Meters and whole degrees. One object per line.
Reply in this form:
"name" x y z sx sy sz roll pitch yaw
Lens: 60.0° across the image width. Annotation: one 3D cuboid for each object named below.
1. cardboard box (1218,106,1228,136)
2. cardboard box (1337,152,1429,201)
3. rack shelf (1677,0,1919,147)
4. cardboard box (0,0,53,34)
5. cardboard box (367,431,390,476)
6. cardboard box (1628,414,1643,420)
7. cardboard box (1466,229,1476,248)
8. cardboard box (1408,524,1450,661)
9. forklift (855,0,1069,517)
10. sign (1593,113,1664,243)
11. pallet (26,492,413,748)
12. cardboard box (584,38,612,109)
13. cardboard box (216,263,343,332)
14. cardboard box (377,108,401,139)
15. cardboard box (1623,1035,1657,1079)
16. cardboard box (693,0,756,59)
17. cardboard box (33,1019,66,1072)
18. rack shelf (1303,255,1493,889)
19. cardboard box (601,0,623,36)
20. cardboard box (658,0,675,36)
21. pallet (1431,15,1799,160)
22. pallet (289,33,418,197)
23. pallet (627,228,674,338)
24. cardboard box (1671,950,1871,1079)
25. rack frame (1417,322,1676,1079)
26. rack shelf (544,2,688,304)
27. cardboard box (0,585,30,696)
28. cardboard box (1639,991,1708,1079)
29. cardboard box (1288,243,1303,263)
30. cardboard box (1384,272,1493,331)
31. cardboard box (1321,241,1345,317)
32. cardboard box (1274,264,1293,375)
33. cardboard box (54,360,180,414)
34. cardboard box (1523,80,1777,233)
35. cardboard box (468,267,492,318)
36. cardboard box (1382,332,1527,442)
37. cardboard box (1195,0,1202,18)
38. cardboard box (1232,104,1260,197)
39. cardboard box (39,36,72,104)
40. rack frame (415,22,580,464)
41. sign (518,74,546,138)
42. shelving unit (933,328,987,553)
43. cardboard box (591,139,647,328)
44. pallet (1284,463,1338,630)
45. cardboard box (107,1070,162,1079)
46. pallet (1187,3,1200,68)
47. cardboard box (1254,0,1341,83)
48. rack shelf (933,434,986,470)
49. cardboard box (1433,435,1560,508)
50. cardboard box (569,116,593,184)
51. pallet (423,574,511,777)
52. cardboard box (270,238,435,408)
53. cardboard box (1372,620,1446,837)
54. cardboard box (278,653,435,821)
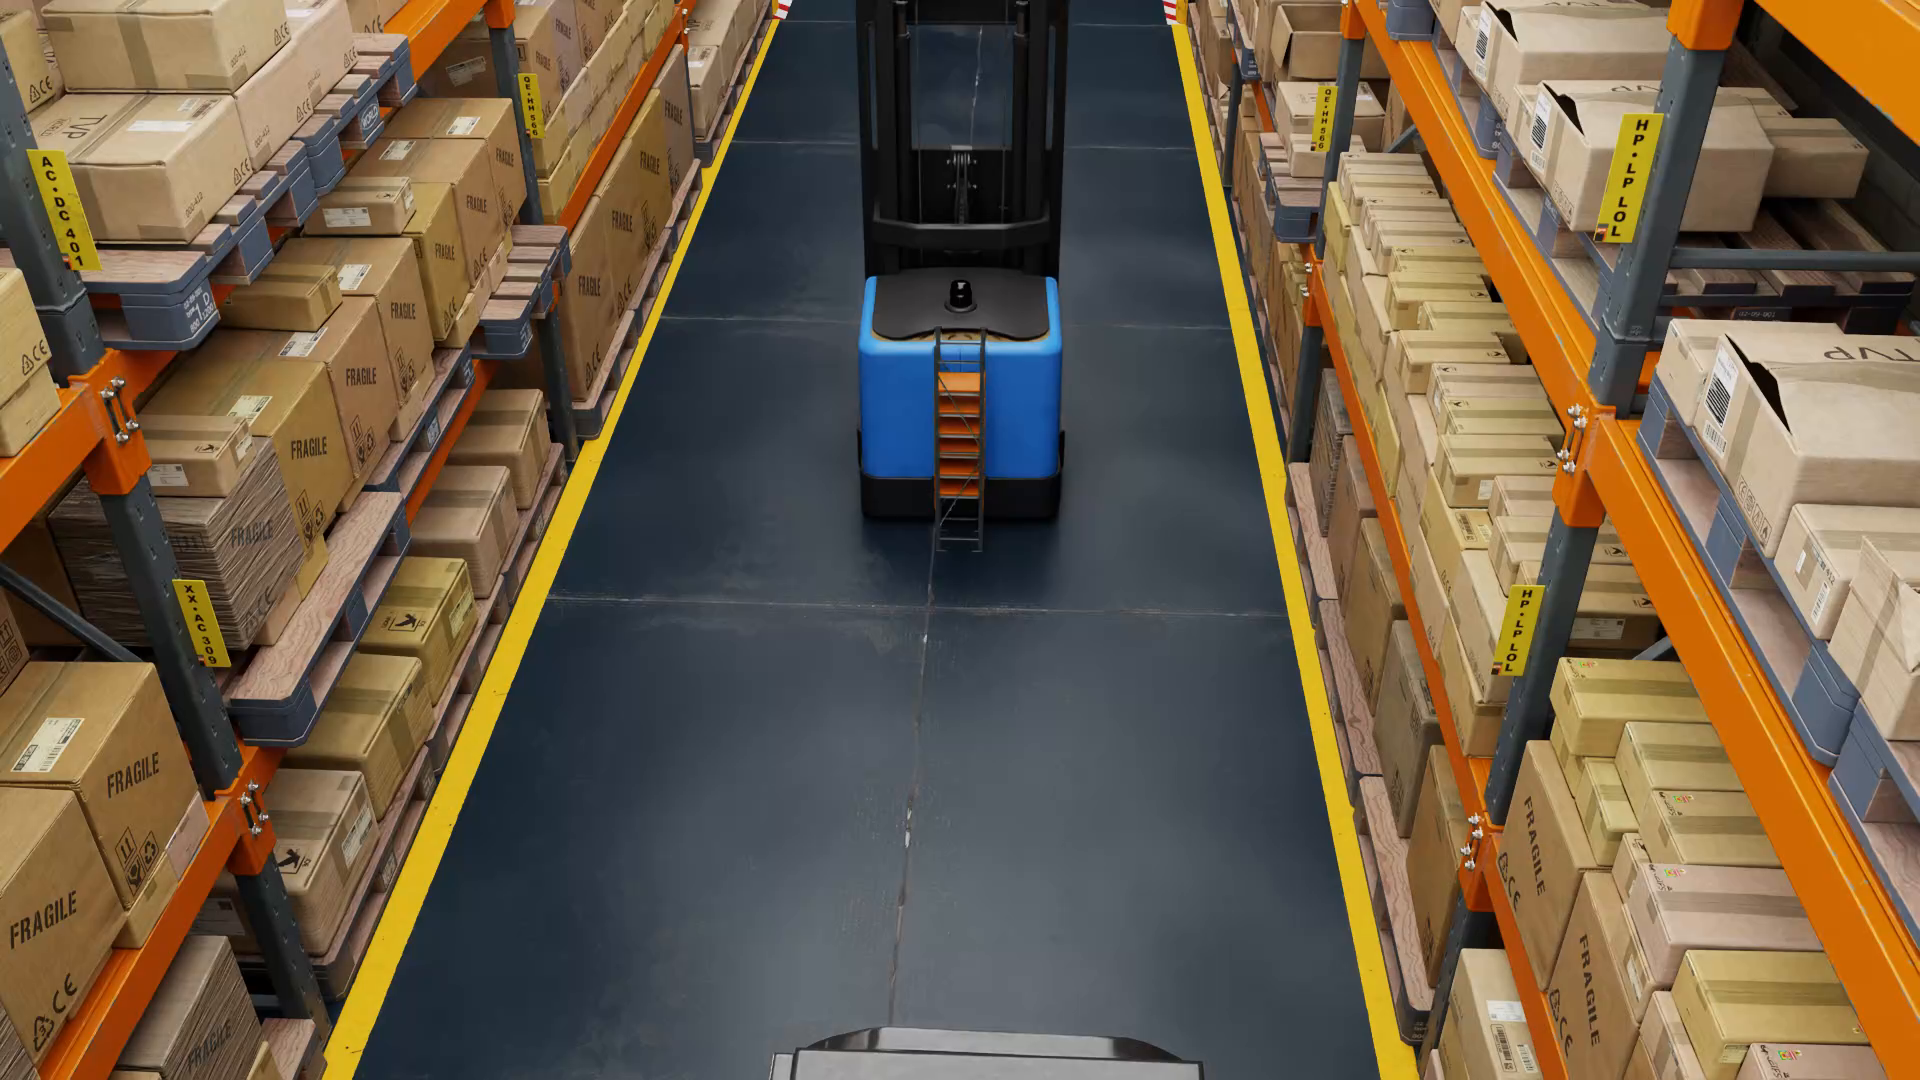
"cardboard box" 2.197 -3.218 12.780 0.380 0.149 0.250 0 35 0
"cardboard box" 2.000 -1.718 7.880 0.380 0.149 0.250 2 35 3
"rack shelf" 2.066 -0.137 2.038 1.077 0.370 4.000 1 35 2
"cardboard box" -2.899 -1.867 5.465 0.500 0.250 0.500 2 35 3
"cardboard box" -2.458 -0.378 6.478 0.380 0.149 0.250 2 35 2
"cardboard box" 2.474 -0.379 5.975 0.380 0.149 0.250 1 35 2
"cardboard box" 2.548 -1.173 7.451 0.500 0.250 0.500 2 35 2
"cardboard box" 1.920 0.187 5.951 0.500 0.250 0.500 1 35 2
"forklift" 0.013 -2.132 9.181 1.130 2.935 3.031 0 35 0
"sign" 1.604 -0.864 3.985 0.100 0.325 0.005 1 35 2
"pallet" -2.637 0.241 5.912 1.003 0.211 1.213 1 35 2
"cardboard box" -2.331 -2.712 9.641 0.500 0.250 0.500 1 35 2
"cardboard box" -2.500 -0.891 6.079 0.380 0.149 0.250 3 35 5
"cardboard box" -2.902 -1.782 7.911 0.500 0.500 0.500 0 35 1
"cardboard box" 1.844 1.509 3.853 0.500 0.500 0.500 1 35 1
"cardboard box" -2.286 -4.513 14.371 0.875 0.438 0.875 2 35 3
"cardboard box" -2.637 1.326 4.418 0.380 0.149 0.250 1 35 1
"rack shelf" 2.227 -0.144 6.918 1.077 0.370 4.000 1 35 2
"cardboard box" -2.318 -3.300 9.826 0.500 0.500 0.500 2 35 3
"cardboard box" -2.258 -3.674 11.444 0.500 0.250 0.500 1 35 1
"pallet" 2.327 -1.703 6.066 1.003 0.211 1.213 3 35 4
"pallet" -2.644 -1.501 5.777 1.213 0.211 1.003 1 35 2
"pallet" -2.494 -1.710 10.945 1.003 0.211 1.213 1 35 2
"cardboard box" 1.819 1.053 3.679 0.380 0.149 0.250 1 35 1
"rack frame" 2.146 0.710 5.076 1.000 3.000 0.127 1 35 2
"rack shelf" -2.572 -2.555 10.348 1.077 0.370 4.000 1 35 2
"cardboard box" -3.048 0.274 4.482 0.700 0.500 0.500 1 35 1
"cardboard box" 1.783 1.171 3.770 0.380 0.149 0.250 1 35 1
"cardboard box" 2.108 -1.600 9.608 0.380 0.149 0.250 0 35 0
"cardboard box" 1.959 -0.976 6.825 0.380 0.149 0.250 2 35 3
"cardboard box" 2.045 -1.277 8.035 0.500 0.250 0.500 1 35 2
"cardboard box" 2.140 -1.272 9.706 0.500 0.500 0.500 1 35 1
"cardboard box" -3.006 -0.292 5.792 0.500 0.500 0.500 2 35 2
"cardboard box" 1.932 -1.115 4.690 0.500 0.311 0.500 0 35 0
"cardboard box" -2.353 -1.130 7.548 0.380 0.149 0.250 0 35 0
"cardboard box" 1.990 -0.600 6.636 0.500 0.250 0.500 2 35 3
"cardboard box" 2.509 -4.985 14.986 0.797 0.503 0.637 0 35 0
"cardboard box" 2.223 -2.762 11.826 0.500 0.500 0.500 3 35 4
"cardboard box" -2.909 -1.369 5.192 0.500 0.250 0.500 2 35 2
"rack frame" -2.653 -1.700 8.506 1.000 3.000 0.127 1 35 2
"sign" -2.110 -2.135 8.186 0.100 0.325 0.005 1 35 2
"shelving unit" -0.001 -0.483 8.339 0.258 1.200 0.189 1 35 2
"cardboard box" -2.502 -1.910 10.287 0.875 0.875 0.875 2 35 2
"pallet" 2.235 0.025 8.476 1.003 0.211 1.213 1 35 2
"cardboard box" -2.588 1.883 4.782 0.500 0.500 0.500 2 35 3
"pallet" 2.594 -4.541 14.974 1.003 0.211 1.213 1 35 2
"cardboard box" 2.172 -3.077 10.014 0.700 0.500 0.500 1 35 2
"rack shelf" -0.001 -0.446 8.364 0.258 0.103 0.180 1 35 2
"cardboard box" 1.871 -0.240 5.777 0.380 0.149 0.250 0 35 0
"cardboard box" -2.379 -2.210 9.362 0.500 0.250 0.500 0 35 1
"pallet" -2.737 0.589 7.675 1.003 0.211 1.213 1 35 2
"cardboard box" -2.445 -0.866 6.609 0.500 0.500 0.500 0 35 0
"cardboard box" 2.195 0.764 6.699 0.875 0.625 0.625 1 35 1
"cardboard box" -2.769 0.787 6.888 0.950 0.372 0.625 3 35 5
